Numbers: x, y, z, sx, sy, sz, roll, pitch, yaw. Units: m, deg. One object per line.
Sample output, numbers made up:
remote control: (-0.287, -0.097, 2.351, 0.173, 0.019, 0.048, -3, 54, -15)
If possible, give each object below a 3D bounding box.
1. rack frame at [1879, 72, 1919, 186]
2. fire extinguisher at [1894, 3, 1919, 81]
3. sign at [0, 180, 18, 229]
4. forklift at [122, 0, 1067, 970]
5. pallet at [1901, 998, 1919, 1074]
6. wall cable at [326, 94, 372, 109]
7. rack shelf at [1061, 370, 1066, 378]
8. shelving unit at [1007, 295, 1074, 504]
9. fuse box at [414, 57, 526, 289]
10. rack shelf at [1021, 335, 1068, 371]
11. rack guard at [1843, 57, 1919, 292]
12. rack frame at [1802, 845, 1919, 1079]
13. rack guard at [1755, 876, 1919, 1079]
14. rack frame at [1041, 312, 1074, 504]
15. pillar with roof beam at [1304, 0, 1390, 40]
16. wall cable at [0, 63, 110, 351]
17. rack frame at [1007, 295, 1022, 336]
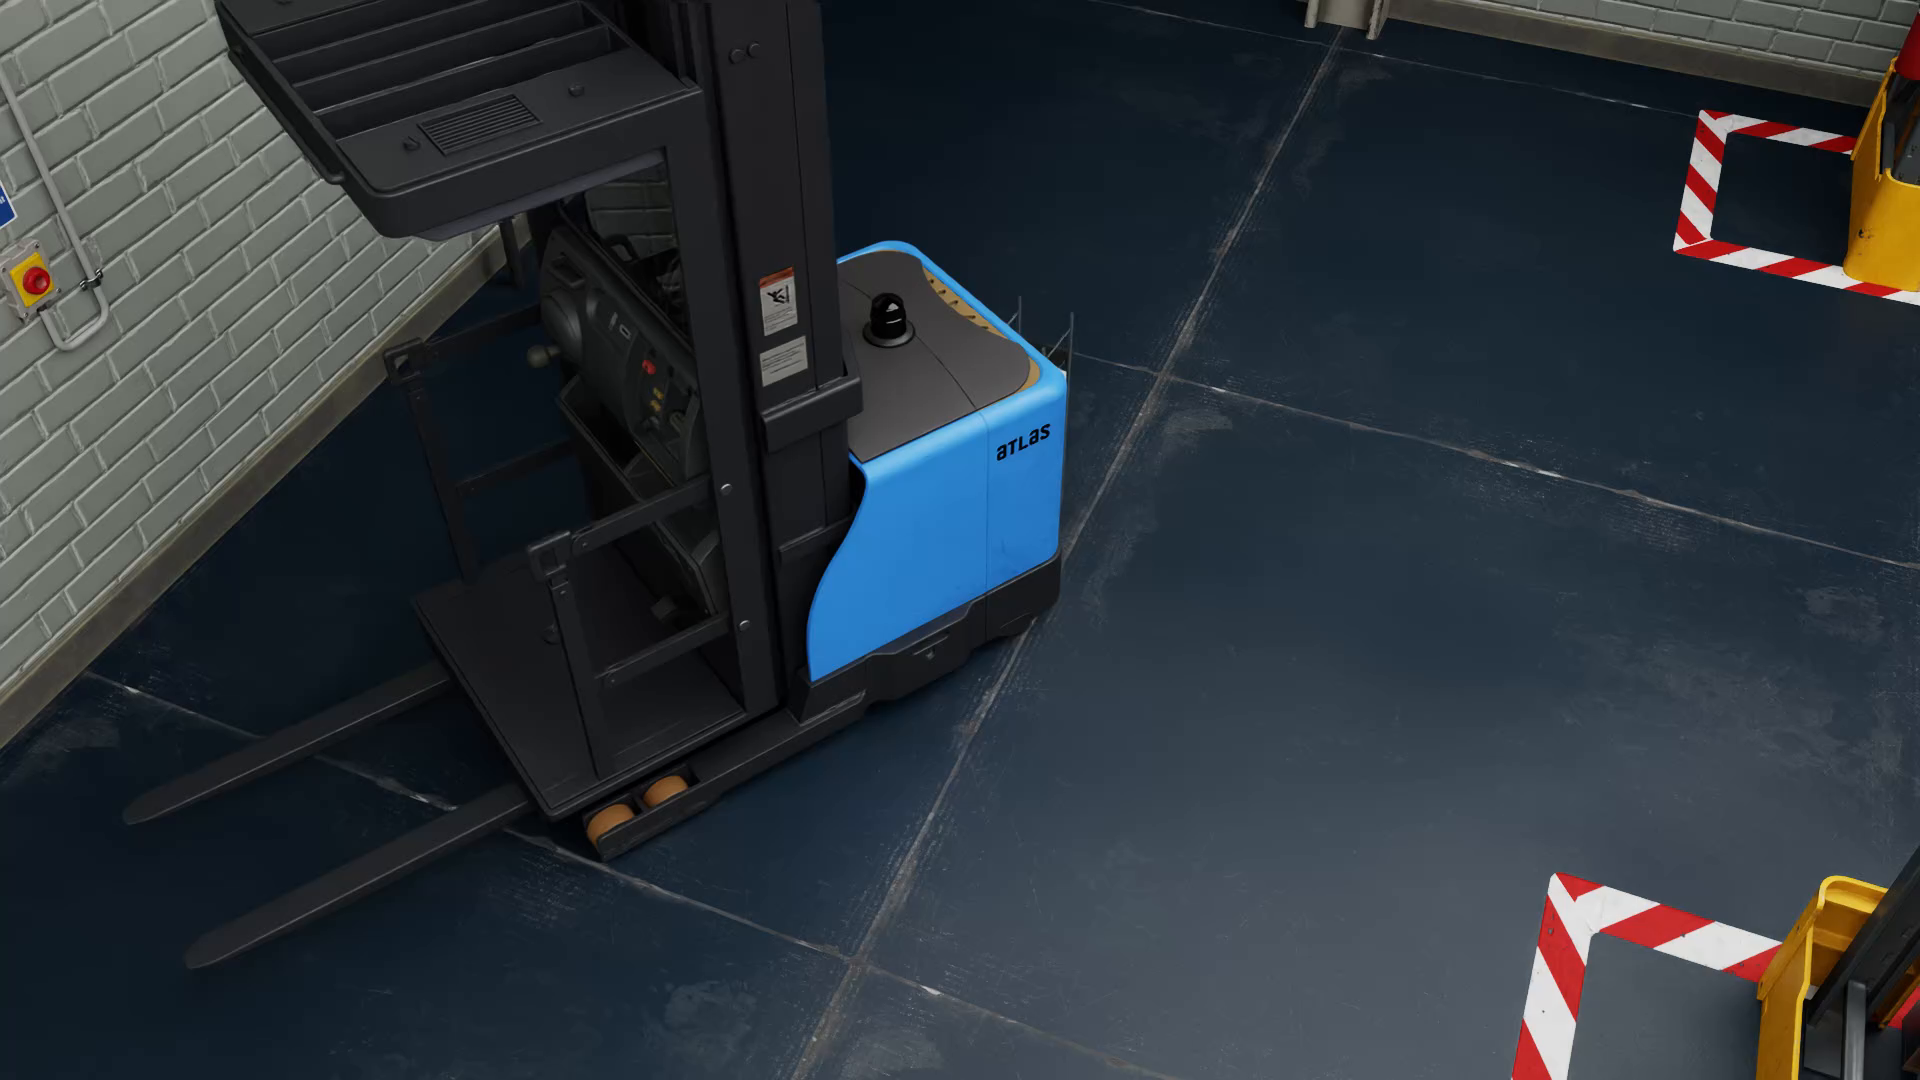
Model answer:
rack frame: (4.257, -2.591, 6.728, 0.127, 3.000, 1.000, 16, 47, 16)
fire extinguisher: (3.943, -2.171, 6.624, 0.183, 0.674, 0.296, 16, 47, 16)
sign: (-2.939, -0.956, 4.893, 0.001, 0.218, 0.327, 16, 47, 16)
forklift: (-1.141, -0.471, 4.645, 3.031, 2.935, 1.130, -26, 51, -24)
pallet: (3.117, 1.795, 4.296, 1.213, 0.211, 1.003, 16, 47, 16)
wall cable: (-2.328, -2.162, 5.576, 0.122, 1.984, 0.588, 16, 47, 16)
rack shelf: (0.246, -0.535, 5.942, 0.200, 0.077, 0.258, 21, 49, 20)
shelving unit: (0.246, -0.431, 6.045, 0.210, 0.900, 0.258, 21, 49, 20)
fuse box: (-1.920, -1.746, 6.792, 0.414, 1.711, 0.539, 16, 47, 16)
rack shelf: (0.246, -0.599, 5.878, 0.200, 0.077, 0.258, 21, 49, 20)
rack guard: (4.327, -1.685, 7.589, 0.348, 0.500, 1.175, 16, 47, 16)
rack frame: (2.349, 0.641, 3.479, 0.127, 3.000, 1.000, 16, 47, 16)
rack guard: (2.327, 1.520, 4.368, 0.348, 0.500, 1.175, 16, 47, 16)
rack frame: (0.335, -0.397, 6.011, 0.006, 0.900, 0.240, 21, 49, 20)
pillar with roof beam: (0.458, -3.235, 3.121, 0.400, 9.000, 9.100, 16, 47, 16)
wall cable: (-2.864, -1.247, 4.634, 0.123, 1.953, 0.585, 16, 47, 16)
rack frame: (0.157, -0.466, 6.080, 0.006, 0.900, 0.240, 21, 49, 20)
